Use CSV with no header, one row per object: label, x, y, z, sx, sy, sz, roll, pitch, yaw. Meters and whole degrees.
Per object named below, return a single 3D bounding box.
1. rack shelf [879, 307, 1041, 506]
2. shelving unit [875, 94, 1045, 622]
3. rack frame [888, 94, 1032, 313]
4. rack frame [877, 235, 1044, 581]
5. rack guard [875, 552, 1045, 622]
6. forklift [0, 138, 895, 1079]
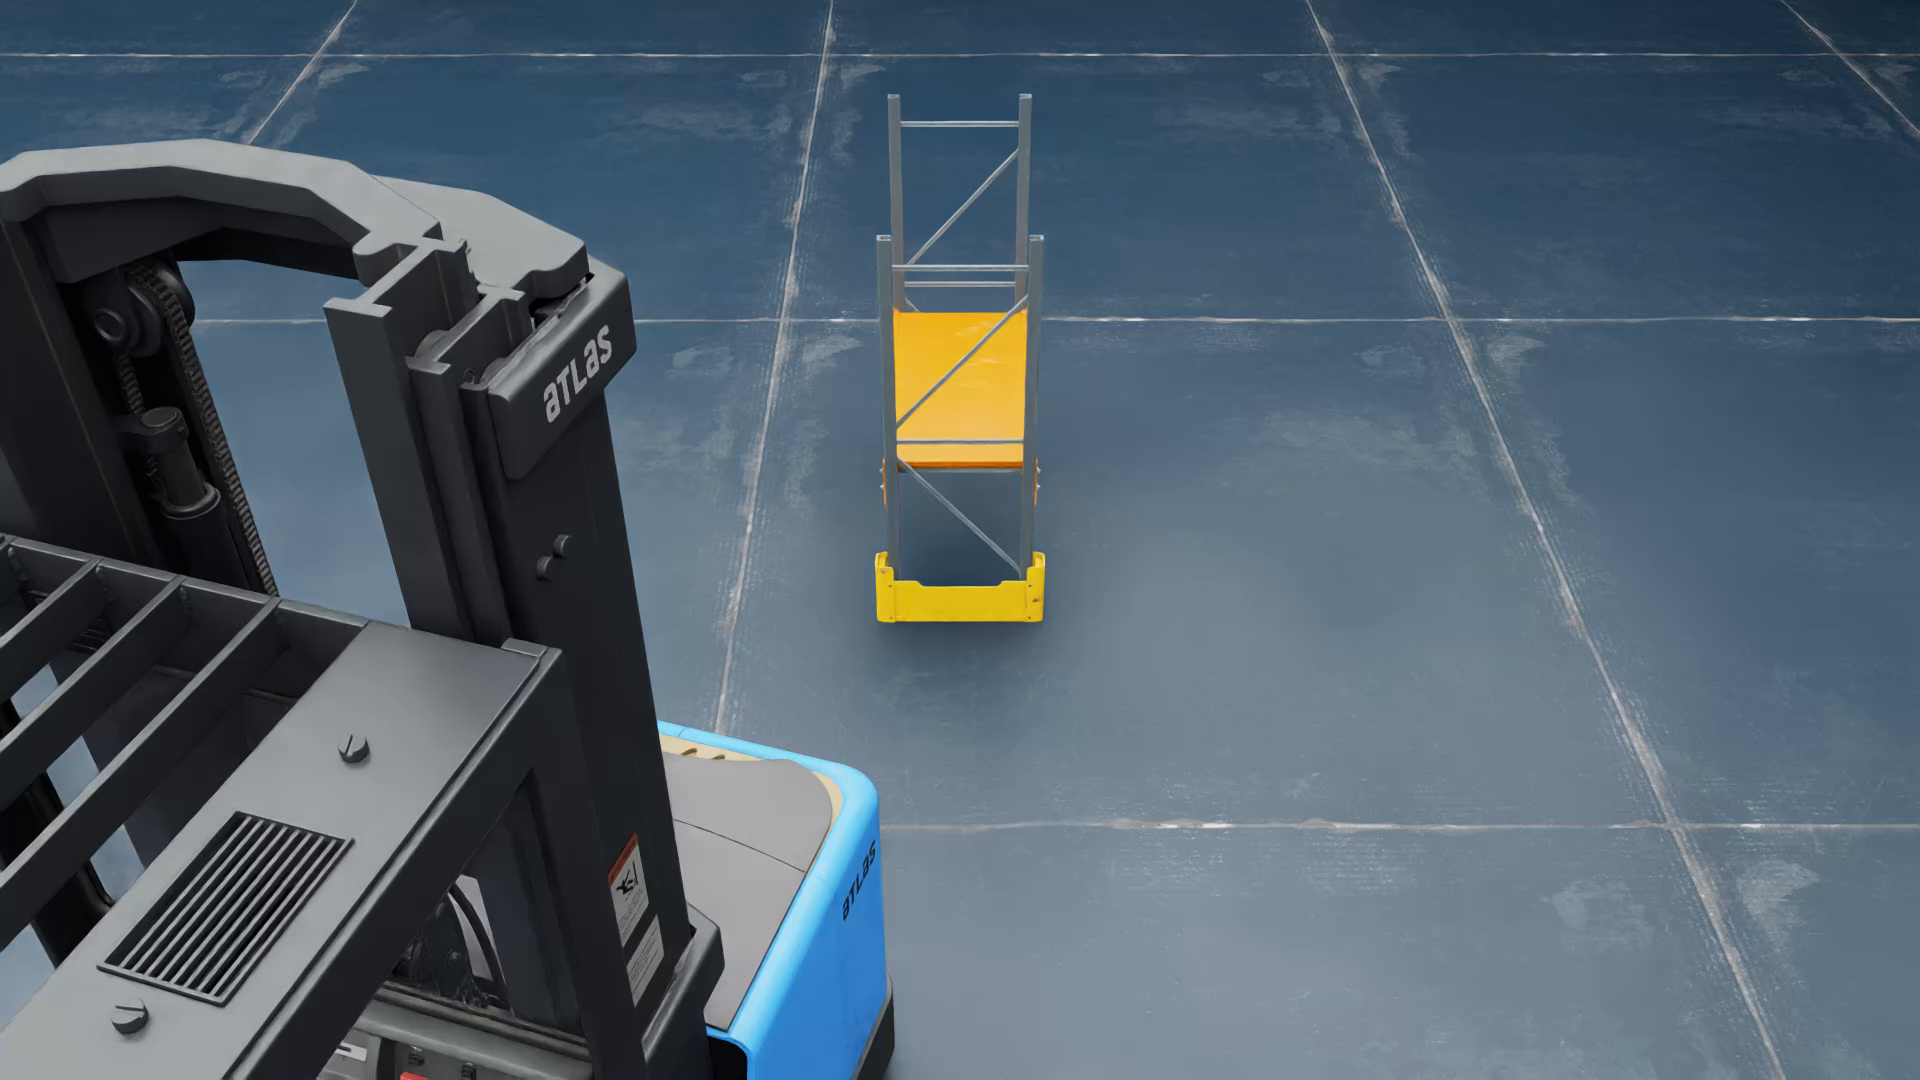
rack shelf,0.000,-0.498,5.960,0.538,0.185,1.000,0,39,0
shelving unit,0.000,-0.633,5.840,0.587,1.500,1.083,0,39,0
rack frame,-0.001,-0.956,6.244,0.500,1.500,0.032,0,39,0
rack frame,0.000,-0.321,5.451,0.500,1.500,0.032,0,39,0
rack guard,0.000,0.166,5.843,0.587,0.250,0.087,0,39,0
forklift,-1.110,1.018,2.636,1.130,2.935,3.031,11,40,14
